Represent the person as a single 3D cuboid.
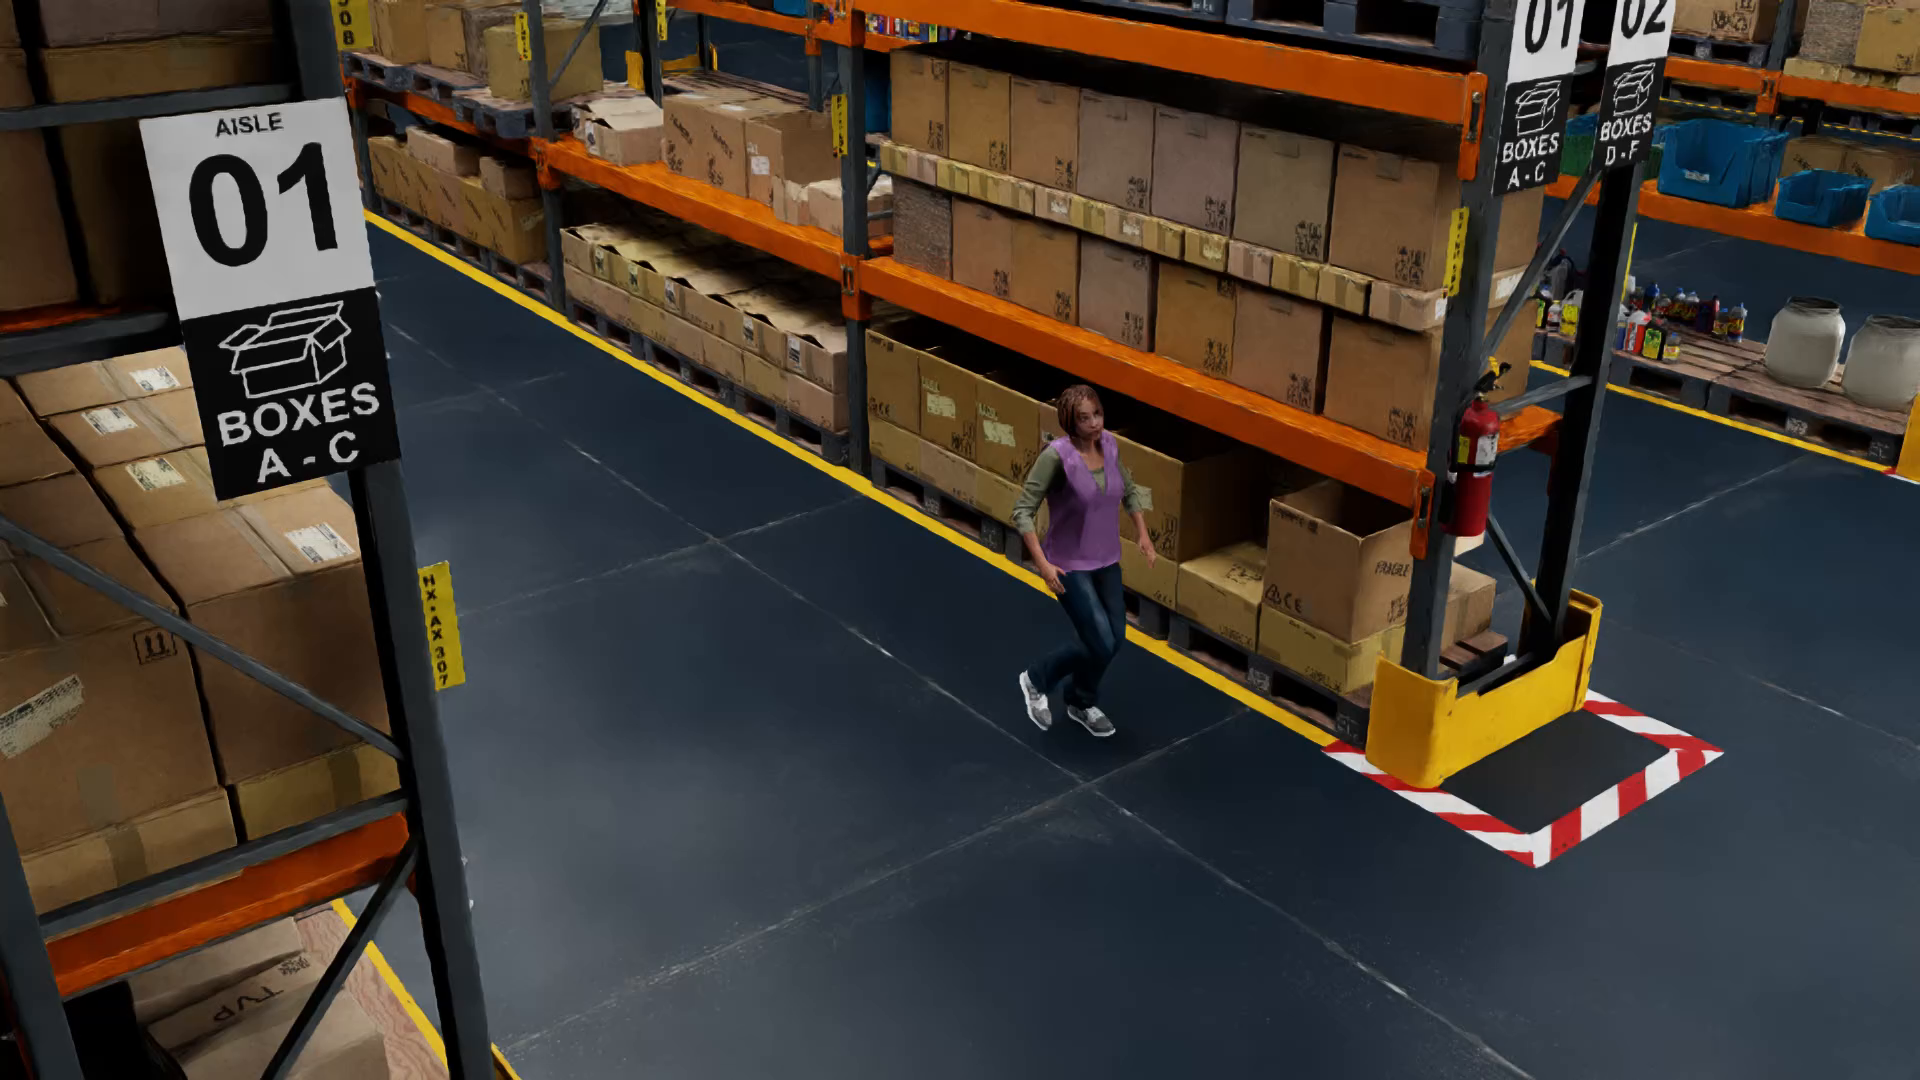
[{"bbox_3d":[0.549,0.110,6.893,0.585,1.571,0.441,-21,32,-38],"label":"person"}]
